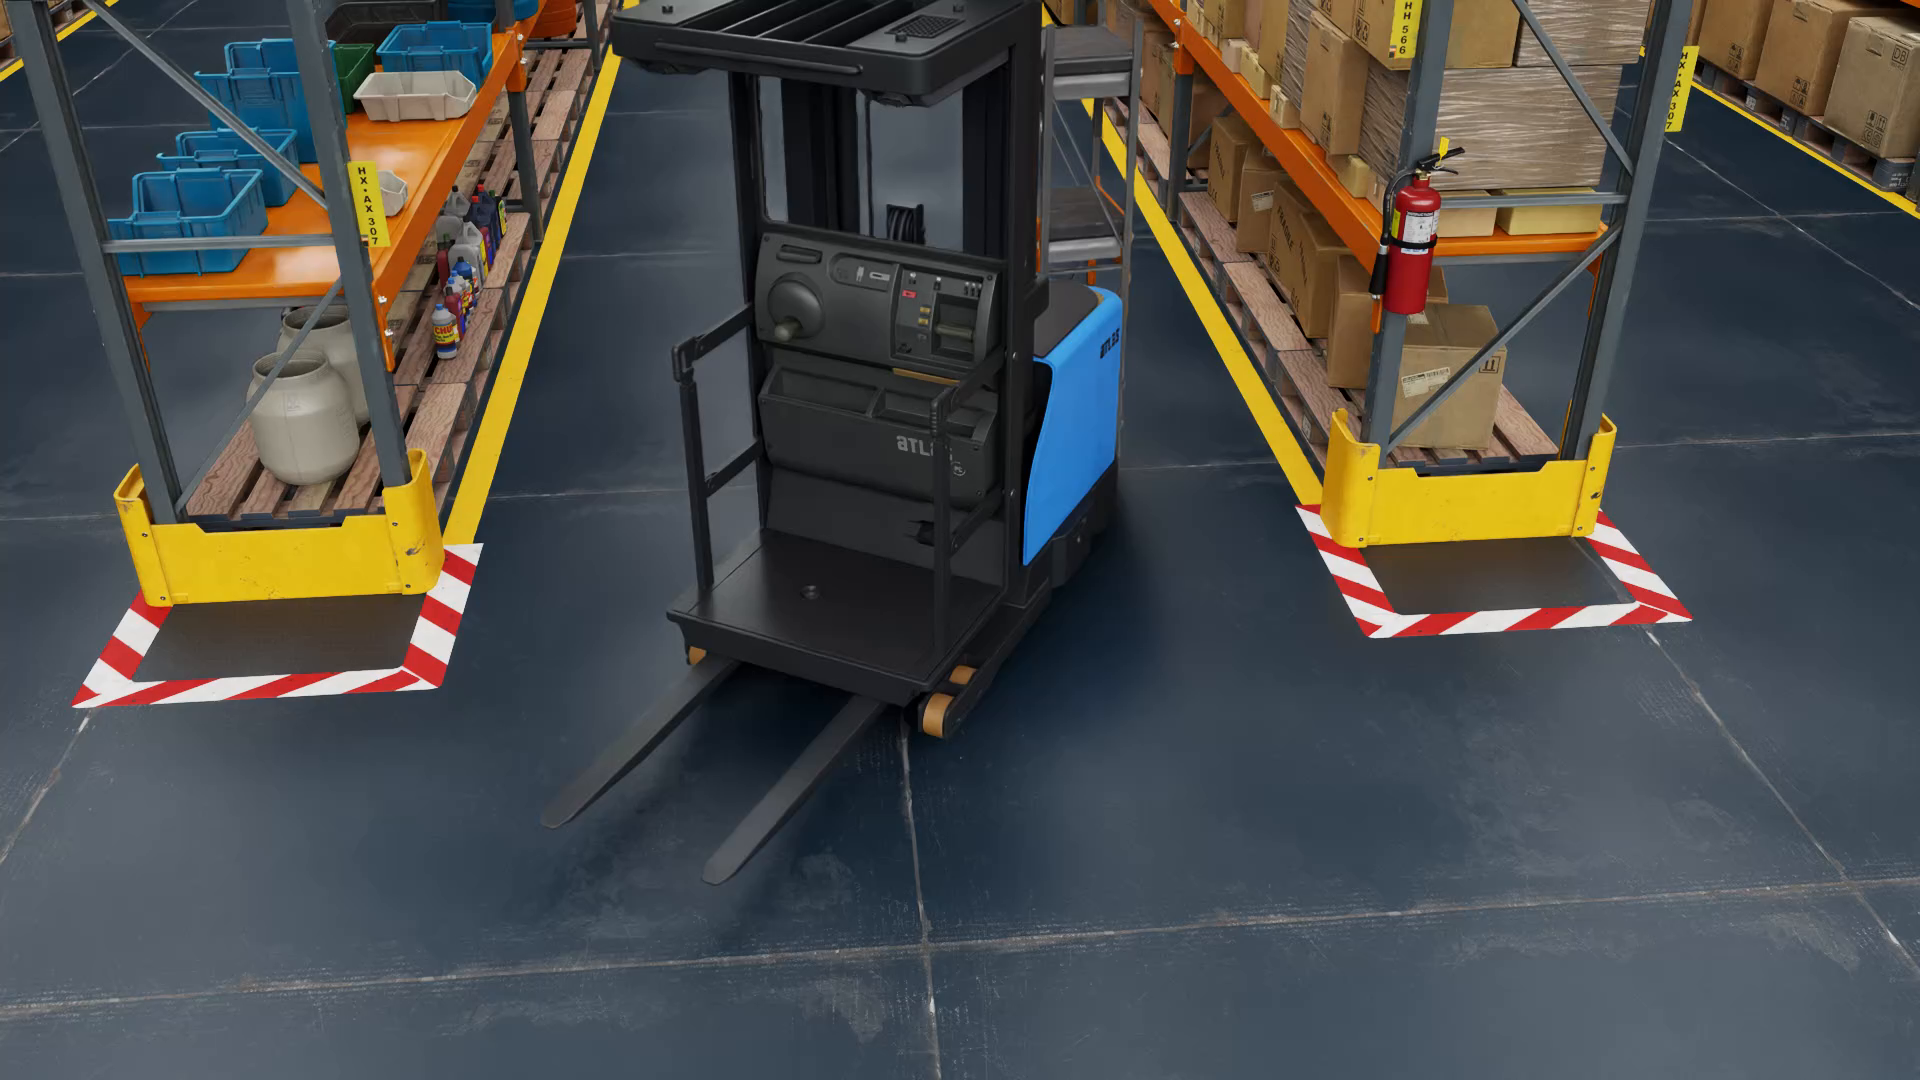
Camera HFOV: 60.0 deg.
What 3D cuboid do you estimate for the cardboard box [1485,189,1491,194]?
[{"bbox_3d":[2.414,-1.507,7.092,0.380,0.149,0.250,-3,31,-5],"label":"cardboard box"}]

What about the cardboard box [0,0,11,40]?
[{"bbox_3d":[-8.161,-4.302,13.537,0.500,0.500,0.500,-1,31,-2],"label":"cardboard box"}]

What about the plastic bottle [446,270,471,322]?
[{"bbox_3d":[-2.624,-1.276,8.692,0.097,0.271,0.097,0,31,0],"label":"plastic bottle"}]

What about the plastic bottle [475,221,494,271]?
[{"bbox_3d":[-2.676,-1.662,9.328,0.061,0.283,0.133,-1,31,-1],"label":"plastic bottle"}]

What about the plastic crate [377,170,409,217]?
[{"bbox_3d":[-2.487,-1.451,7.011,0.298,0.136,0.250,-3,31,-5],"label":"plastic crate"}]

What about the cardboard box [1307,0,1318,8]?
[{"bbox_3d":[1.813,-2.708,7.496,0.500,0.500,0.500,-3,31,-5],"label":"cardboard box"}]

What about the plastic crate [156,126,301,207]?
[{"bbox_3d":[-3.123,-1.601,7.150,0.499,0.251,0.408,-3,31,-5],"label":"plastic crate"}]

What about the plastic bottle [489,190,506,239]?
[{"bbox_3d":[-2.724,-1.927,9.770,0.061,0.283,0.133,-1,31,-2],"label":"plastic bottle"}]

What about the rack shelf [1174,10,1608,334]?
[{"bbox_3d":[2.021,-2.041,8.444,1.077,0.370,4.000,-3,31,-5],"label":"rack shelf"}]

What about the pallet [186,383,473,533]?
[{"bbox_3d":[-2.848,-0.346,7.624,1.003,0.211,1.213,-3,31,-5],"label":"pallet"}]

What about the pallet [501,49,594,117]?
[{"bbox_3d":[-3.437,-3.582,13.040,1.003,0.211,1.213,-3,31,-5],"label":"pallet"}]

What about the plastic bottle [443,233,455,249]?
[{"bbox_3d":[-2.802,-1.561,9.158,0.061,0.283,0.133,-3,31,-5],"label":"plastic bottle"}]

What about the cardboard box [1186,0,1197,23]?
[{"bbox_3d":[1.554,-3.139,9.825,0.380,0.149,0.250,-3,31,-5],"label":"cardboard box"}]

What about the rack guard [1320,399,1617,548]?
[{"bbox_3d":[2.200,-0.295,7.256,1.175,0.500,0.348,-3,31,-5],"label":"rack guard"}]

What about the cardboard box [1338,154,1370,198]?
[{"bbox_3d":[1.878,-1.610,7.265,0.380,0.149,0.250,-3,31,-5],"label":"cardboard box"}]

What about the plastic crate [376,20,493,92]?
[{"bbox_3d":[-2.724,-2.518,8.685,0.499,0.251,0.616,-3,31,-5],"label":"plastic crate"}]

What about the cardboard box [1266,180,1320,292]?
[{"bbox_3d":[2.029,-1.667,9.144,0.500,0.500,0.500,-5,31,-9],"label":"cardboard box"}]

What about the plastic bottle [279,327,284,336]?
[{"bbox_3d":[-3.332,-0.996,8.292,0.097,0.201,0.097,0,31,0],"label":"plastic bottle"}]

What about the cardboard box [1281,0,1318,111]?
[{"bbox_3d":[2.014,-2.289,7.769,0.875,0.500,0.500,-3,31,-5],"label":"cardboard box"}]

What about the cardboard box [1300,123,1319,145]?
[{"bbox_3d":[1.842,-1.994,7.908,0.380,0.149,0.250,-3,31,-5],"label":"cardboard box"}]

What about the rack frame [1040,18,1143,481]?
[{"bbox_3d":[0.535,-1.157,7.140,0.400,2.100,0.015,-7,32,-11],"label":"rack frame"}]

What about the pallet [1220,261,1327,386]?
[{"bbox_3d":[2.049,-1.209,9.067,1.003,0.211,1.213,-3,31,-5],"label":"pallet"}]

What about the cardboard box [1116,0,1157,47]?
[{"bbox_3d":[1.607,-3.905,12.872,0.700,0.500,0.500,-5,31,-9],"label":"cardboard box"}]

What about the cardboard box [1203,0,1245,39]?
[{"bbox_3d":[1.826,-3.052,9.047,0.875,0.500,0.500,-3,31,-5],"label":"cardboard box"}]

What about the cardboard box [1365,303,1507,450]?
[{"bbox_3d":[2.166,-0.756,7.618,0.500,0.500,0.500,3,31,5],"label":"cardboard box"}]

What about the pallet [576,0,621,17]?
[{"bbox_3d":[-3.697,-5.001,15.417,1.003,0.211,1.213,-3,31,-5],"label":"pallet"}]

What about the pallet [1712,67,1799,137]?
[{"bbox_3d":[6.517,-3.375,12.694,1.003,0.211,1.213,-3,31,-5],"label":"pallet"}]

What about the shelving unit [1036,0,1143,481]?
[{"bbox_3d":[0.480,-1.279,7.344,0.431,2.100,0.503,-7,32,-11],"label":"shelving unit"}]

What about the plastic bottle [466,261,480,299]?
[{"bbox_3d":[-2.653,-1.401,8.971,0.097,0.201,0.097,0,31,0],"label":"plastic bottle"}]

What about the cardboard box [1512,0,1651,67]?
[{"bbox_3d":[2.427,-2.223,6.683,0.500,0.500,0.500,-3,31,-5],"label":"cardboard box"}]

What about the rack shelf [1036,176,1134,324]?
[{"bbox_3d":[0.480,-1.267,7.351,0.431,0.518,0.480,-7,32,-11],"label":"rack shelf"}]

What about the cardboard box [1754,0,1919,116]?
[{"bbox_3d":[6.548,-3.577,12.098,1.050,0.750,0.750,-3,31,-5],"label":"cardboard box"}]

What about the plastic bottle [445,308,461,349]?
[{"bbox_3d":[-2.593,-1.073,8.420,0.097,0.201,0.097,0,31,0],"label":"plastic bottle"}]

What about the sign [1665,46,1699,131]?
[{"bbox_3d":[2.748,-1.727,6.371,0.100,0.325,0.005,-3,31,-5],"label":"sign"}]

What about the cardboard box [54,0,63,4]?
[{"bbox_3d":[-8.312,-5.092,14.858,0.500,0.500,0.500,-4,31,-6],"label":"cardboard box"}]

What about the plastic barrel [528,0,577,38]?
[{"bbox_3d":[-3.534,-4.674,13.856,0.600,0.830,0.708,-3,31,-5],"label":"plastic barrel"}]

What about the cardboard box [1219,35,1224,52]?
[{"bbox_3d":[1.649,-2.757,9.186,0.380,0.149,0.250,-3,31,-5],"label":"cardboard box"}]

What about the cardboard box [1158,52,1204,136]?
[{"bbox_3d":[1.772,-3.046,11.433,0.700,0.500,0.500,-3,31,-5],"label":"cardboard box"}]

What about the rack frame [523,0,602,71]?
[{"bbox_3d":[-3.471,-5.176,12.991,1.000,3.000,0.127,-3,31,-5],"label":"rack frame"}]

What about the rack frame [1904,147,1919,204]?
[{"bbox_3d":[6.782,-3.557,10.280,1.000,3.000,0.127,-3,31,-5],"label":"rack frame"}]

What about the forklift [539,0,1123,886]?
[{"bbox_3d":[-0.396,-0.792,5.717,1.130,2.935,3.031,14,33,21],"label":"forklift"}]

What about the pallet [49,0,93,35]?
[{"bbox_3d":[-8.546,-4.748,14.993,1.003,0.211,1.213,-3,31,-5],"label":"pallet"}]

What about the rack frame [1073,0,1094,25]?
[{"bbox_3d":[1.460,-5.413,13.388,1.000,3.000,0.127,-3,31,-5],"label":"rack frame"}]

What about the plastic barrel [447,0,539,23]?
[{"bbox_3d":[-2.832,-3.561,9.797,0.600,0.901,0.708,-3,31,-5],"label":"plastic barrel"}]

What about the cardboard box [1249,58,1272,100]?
[{"bbox_3d":[1.708,-2.374,8.544,0.380,0.149,0.250,-3,31,-5],"label":"cardboard box"}]

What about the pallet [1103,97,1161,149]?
[{"bbox_3d":[1.642,-3.196,12.394,1.003,0.211,1.213,-3,31,-5],"label":"pallet"}]
